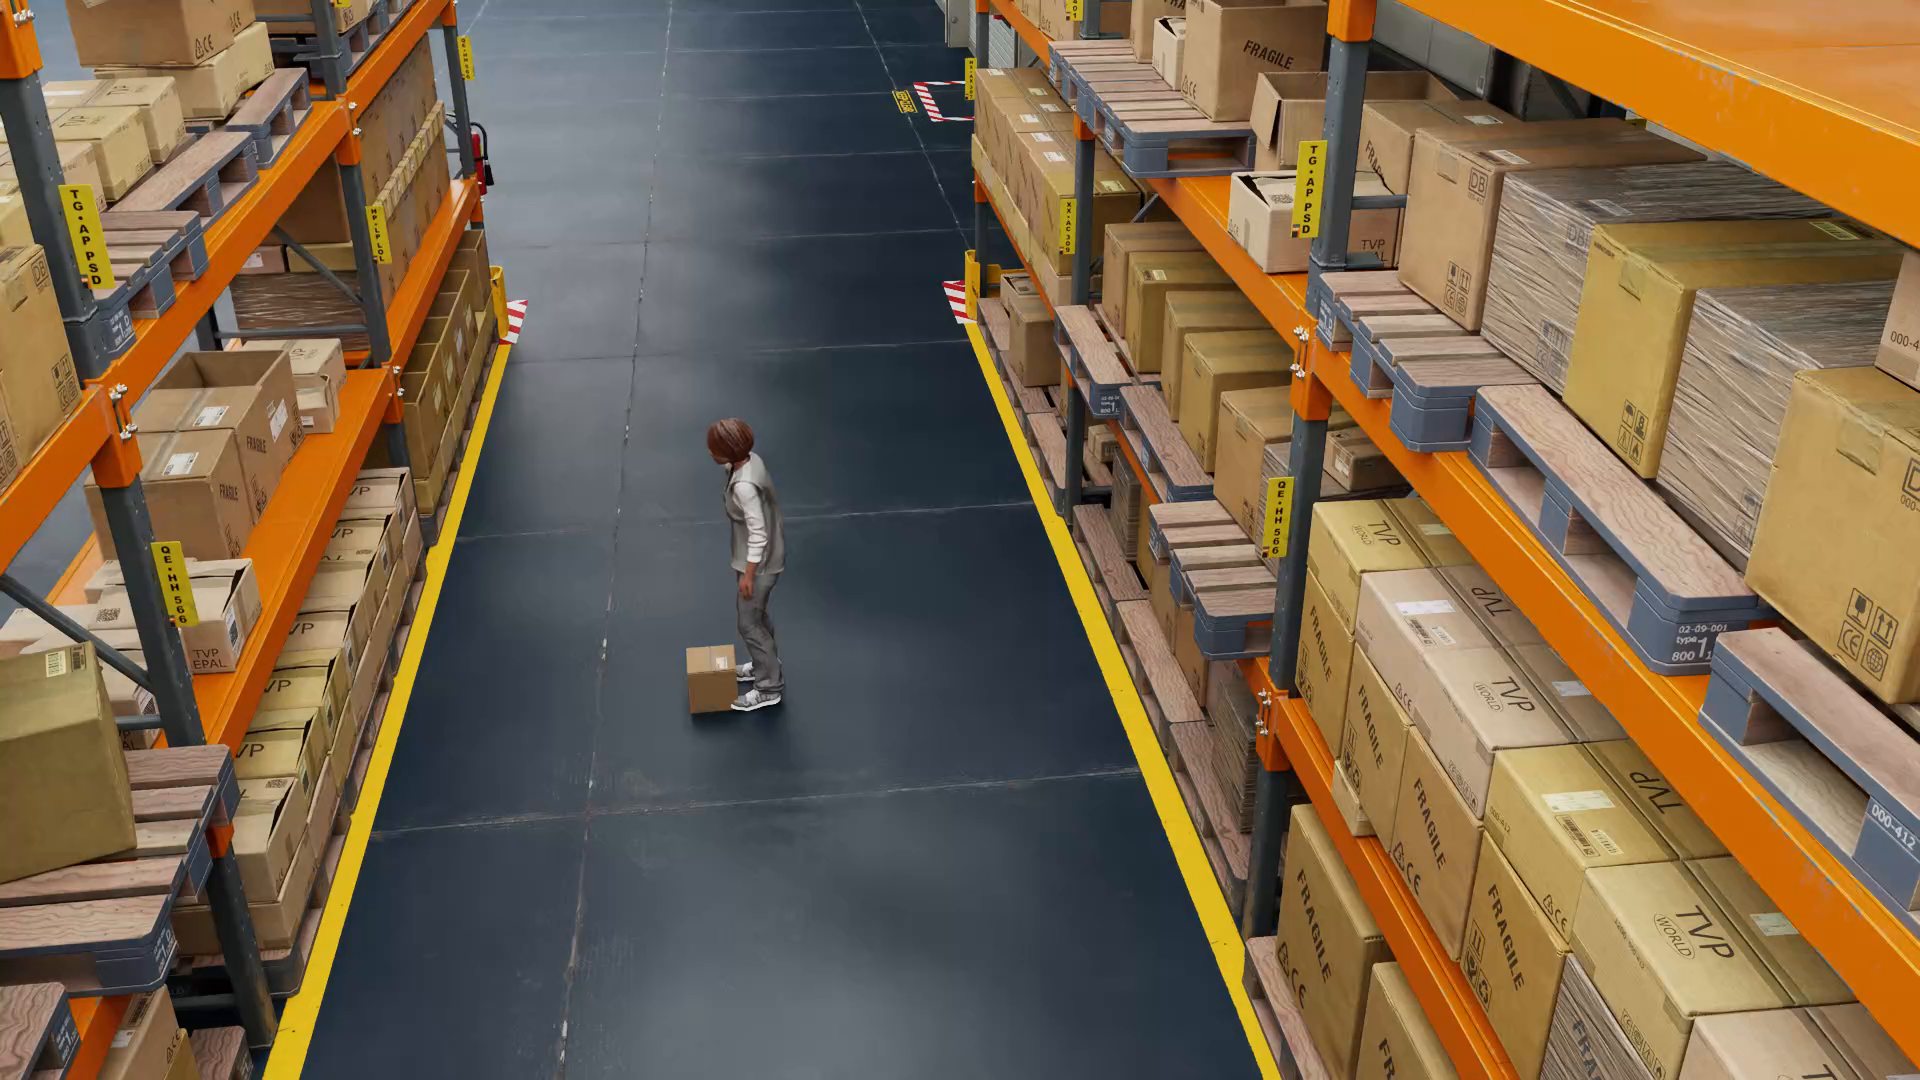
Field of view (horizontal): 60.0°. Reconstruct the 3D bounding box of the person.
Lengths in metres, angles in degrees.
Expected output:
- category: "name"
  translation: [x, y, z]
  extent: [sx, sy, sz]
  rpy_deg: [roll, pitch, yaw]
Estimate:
- category: "person"
  translation: [-1.057, 0.112, 8.417]
  extent: [0.347, 1.592, 0.477]
  rpy_deg: [-4, 28, -8]
